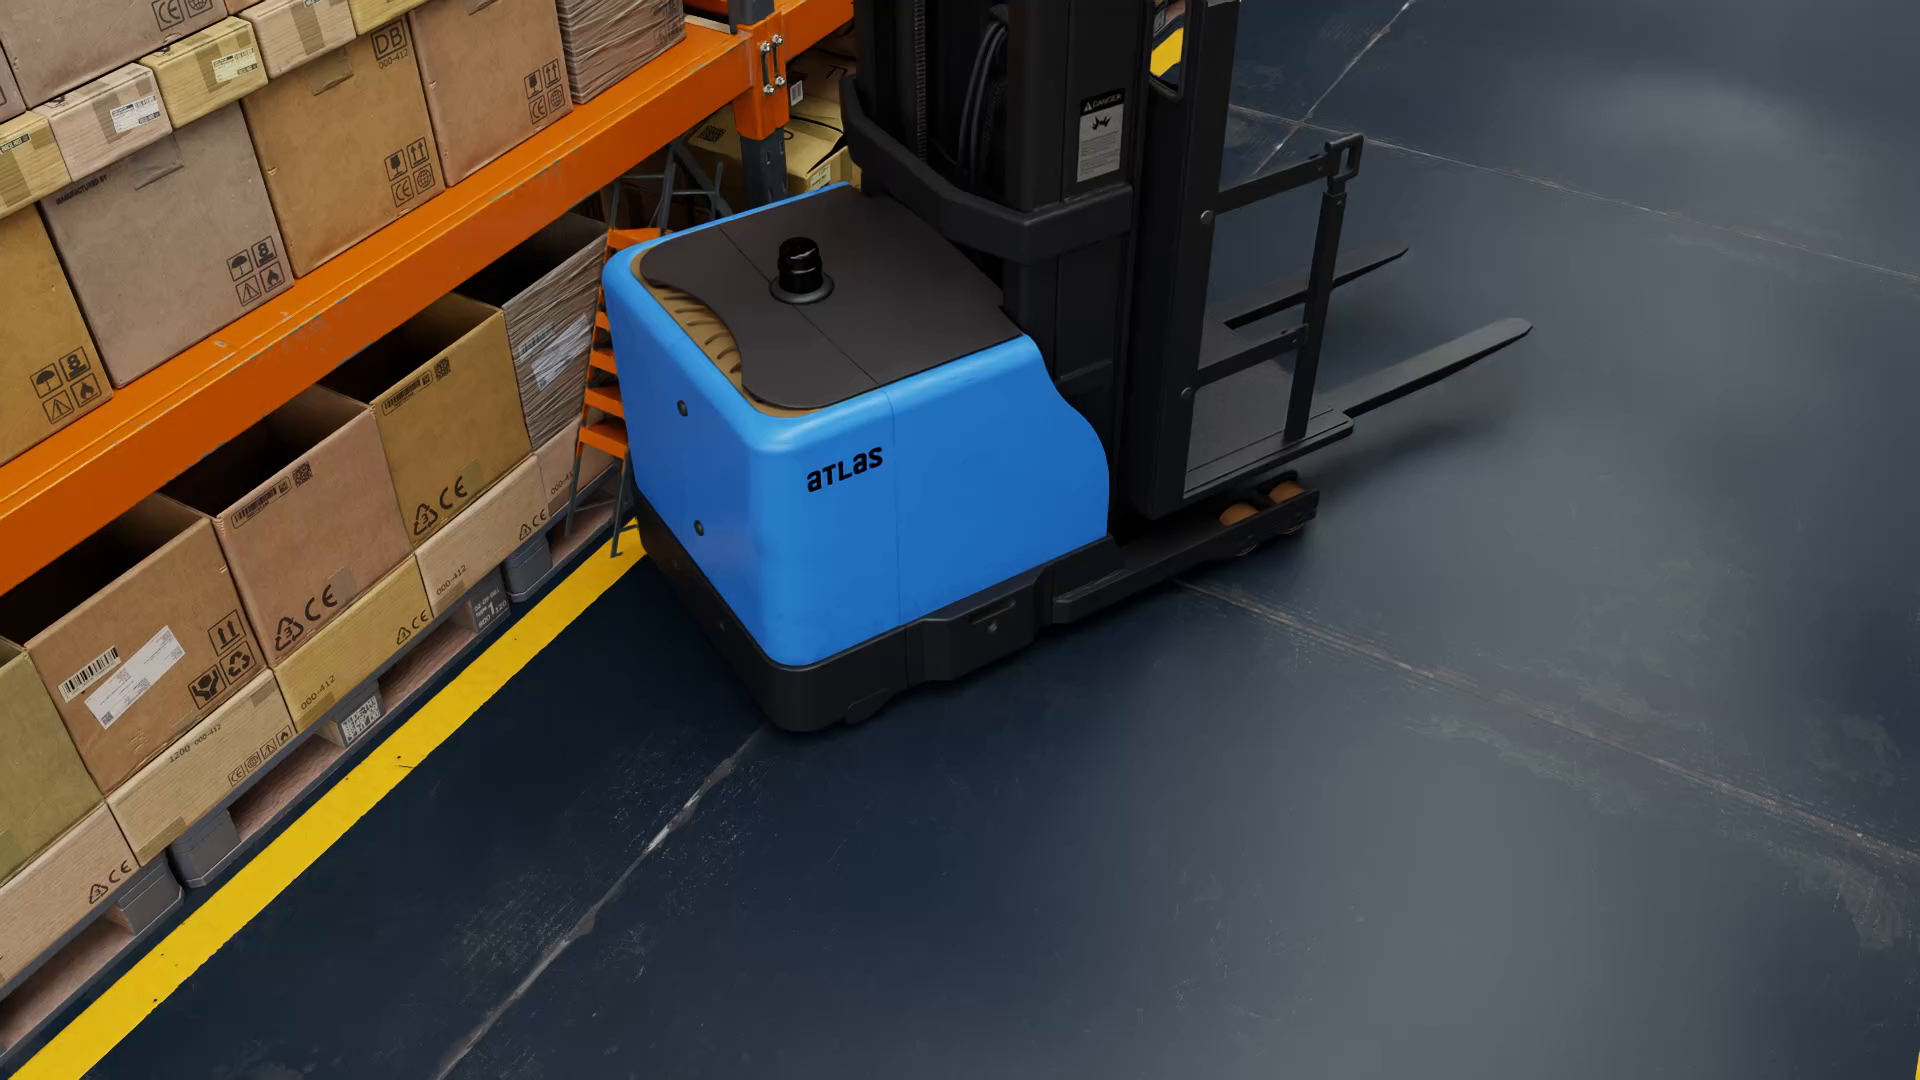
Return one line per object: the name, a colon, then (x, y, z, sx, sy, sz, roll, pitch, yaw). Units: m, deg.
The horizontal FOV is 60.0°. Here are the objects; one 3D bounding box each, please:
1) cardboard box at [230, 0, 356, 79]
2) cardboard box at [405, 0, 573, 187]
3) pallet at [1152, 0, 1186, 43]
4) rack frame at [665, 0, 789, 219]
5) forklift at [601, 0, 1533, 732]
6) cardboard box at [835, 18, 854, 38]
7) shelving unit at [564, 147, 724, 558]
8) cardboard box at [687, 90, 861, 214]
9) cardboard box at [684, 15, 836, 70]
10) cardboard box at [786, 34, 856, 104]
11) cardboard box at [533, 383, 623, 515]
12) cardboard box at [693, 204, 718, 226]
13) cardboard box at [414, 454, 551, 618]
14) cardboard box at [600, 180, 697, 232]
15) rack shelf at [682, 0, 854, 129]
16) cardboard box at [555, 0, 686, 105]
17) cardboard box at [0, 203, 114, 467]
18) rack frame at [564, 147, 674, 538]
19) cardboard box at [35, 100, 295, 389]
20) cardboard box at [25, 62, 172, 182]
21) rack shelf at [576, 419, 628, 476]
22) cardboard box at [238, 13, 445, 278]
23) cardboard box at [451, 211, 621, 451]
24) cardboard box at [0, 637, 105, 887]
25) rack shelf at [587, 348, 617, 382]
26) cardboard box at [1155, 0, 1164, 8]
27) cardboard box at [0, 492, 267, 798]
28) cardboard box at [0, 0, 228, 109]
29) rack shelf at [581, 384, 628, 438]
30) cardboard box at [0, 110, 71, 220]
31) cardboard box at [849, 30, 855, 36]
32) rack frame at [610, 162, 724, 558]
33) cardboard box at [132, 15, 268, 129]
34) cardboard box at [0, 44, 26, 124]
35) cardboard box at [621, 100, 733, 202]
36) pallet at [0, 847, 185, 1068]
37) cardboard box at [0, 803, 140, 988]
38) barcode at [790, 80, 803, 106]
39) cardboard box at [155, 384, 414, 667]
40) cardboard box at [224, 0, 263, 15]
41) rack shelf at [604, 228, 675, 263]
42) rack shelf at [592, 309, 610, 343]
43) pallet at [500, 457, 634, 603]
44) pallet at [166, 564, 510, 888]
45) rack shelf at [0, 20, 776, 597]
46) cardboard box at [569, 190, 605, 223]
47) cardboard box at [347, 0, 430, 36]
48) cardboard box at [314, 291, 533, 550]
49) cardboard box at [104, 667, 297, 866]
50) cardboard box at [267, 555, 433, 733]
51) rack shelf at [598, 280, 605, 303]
cardboard box: (-1.615, -1.207, 3.784, 0.380, 0.149, 0.250, 22, 46, 23)
cardboard box: (-1.502, -1.356, 4.445, 0.700, 0.500, 0.500, 20, 45, 22)
pallet: (0.528, -2.663, 8.114, 1.003, 0.211, 1.213, 21, 45, 22)
rack frame: (-1.027, -1.879, 5.113, 1.000, 3.000, 0.127, 21, 45, 22)
forklift: (0.530, -1.324, 4.536, 3.031, 2.935, 1.130, -23, 46, -24)
cardboard box: (-0.566, -2.126, 6.733, 0.500, 0.311, 0.500, 21, 45, 22)
shelving unit: (-0.950, -0.552, 4.964, 0.189, 1.200, 0.258, 22, 21, 23)
cardboard box: (-0.605, -1.369, 5.873, 0.500, 0.311, 0.500, 21, 46, 22)
cardboard box: (-0.818, -1.841, 6.409, 0.500, 0.311, 0.500, 22, 46, 23)
cardboard box: (-0.350, -1.653, 6.196, 0.500, 0.311, 0.500, 20, 45, 22)
cardboard box: (-1.329, -0.384, 5.179, 0.500, 0.250, 0.500, 21, 45, 22)
cardboard box: (-0.611, -1.153, 6.052, 0.500, 0.250, 0.500, 20, 45, 21)
cardboard box: (-1.566, -0.093, 4.848, 0.500, 0.250, 0.500, 21, 45, 22)
cardboard box: (-1.071, -1.337, 6.262, 0.500, 0.250, 0.500, 20, 45, 22)
rack shelf: (-0.027, -2.753, 6.651, 1.077, 0.370, 4.000, 21, 45, 22)
cardboard box: (-1.244, -1.660, 4.790, 0.700, 0.500, 0.500, 20, 45, 21)
cardboard box: (-2.272, -0.474, 3.443, 0.700, 0.500, 0.500, 21, 46, 22)
rack frame: (-1.028, -0.584, 5.000, 0.006, 1.200, 0.240, 22, 21, 23)
cardboard box: (-2.012, -0.777, 3.787, 0.700, 0.500, 0.500, 22, 46, 23)
cardboard box: (-1.876, -0.903, 3.440, 0.380, 0.149, 0.250, 21, 46, 22)
rack shelf: (-1.010, -0.291, 5.059, 0.180, 0.103, 0.258, 22, 21, 23)
cardboard box: (-1.757, -1.070, 4.120, 0.700, 0.500, 0.500, 22, 46, 23)
cardboard box: (-1.331, -0.666, 4.932, 0.500, 0.500, 0.500, 21, 45, 22)
cardboard box: (-2.320, 0.483, 3.627, 0.500, 0.500, 0.500, 21, 45, 22)
rack shelf: (-0.960, -0.512, 4.979, 0.180, 0.103, 0.258, 22, 21, 23)
cardboard box: (0.667, -2.615, 7.713, 0.500, 0.250, 0.500, 20, 45, 22)
cardboard box: (-2.080, 0.193, 3.957, 0.500, 0.500, 0.500, 21, 45, 22)
cardboard box: (-1.997, -1.285, 3.383, 0.700, 0.500, 0.500, 21, 46, 22)
rack shelf: (-0.985, -0.401, 5.019, 0.180, 0.103, 0.258, 22, 21, 23)
cardboard box: (-2.004, -0.762, 3.279, 0.380, 0.149, 0.250, 20, 45, 22)
cardboard box: (-0.092, -1.950, 6.533, 0.500, 0.311, 0.500, 19, 45, 21)
rack frame: (-0.872, -0.521, 4.927, 0.006, 1.200, 0.240, 22, 21, 23)
cardboard box: (-1.745, -1.054, 3.611, 0.380, 0.149, 0.250, 22, 46, 23)
cardboard box: (-2.248, -0.999, 3.057, 0.700, 0.500, 0.500, 21, 46, 22)
cardboard box: (-1.073, -1.541, 6.069, 0.500, 0.311, 0.500, 21, 45, 22)
pallet: (-2.683, 1.005, 3.949, 1.003, 0.211, 1.213, 21, 45, 22)
cardboard box: (-2.321, 0.764, 3.876, 0.500, 0.250, 0.500, 21, 45, 22)
barcode: (-0.539, -1.474, 5.486, 0.001, 0.075, 0.075, 21, 45, 22)
cardboard box: (-1.815, -0.088, 4.275, 0.500, 0.500, 0.500, 21, 45, 22)
cardboard box: (-1.747, -1.571, 3.707, 0.700, 0.500, 0.500, 21, 45, 22)
rack shelf: (-0.884, -0.842, 4.859, 0.180, 0.103, 0.258, 22, 21, 23)
rack shelf: (-0.934, -0.622, 4.939, 0.180, 0.103, 0.258, 22, 21, 23)
pallet: (-1.462, -0.391, 5.534, 1.003, 0.211, 1.213, 21, 45, 22)
pallet: (-2.071, 0.310, 4.738, 1.003, 0.211, 1.213, 21, 45, 22)
rack shelf: (-2.028, -0.464, 4.052, 1.077, 0.370, 4.000, 21, 45, 22)
cardboard box: (-1.531, -1.124, 5.452, 0.500, 0.500, 0.500, 21, 45, 22)
cardboard box: (-1.489, -1.351, 3.948, 0.380, 0.149, 0.250, 21, 45, 22)
cardboard box: (-1.577, -0.378, 4.605, 0.500, 0.500, 0.500, 21, 45, 22)
cardboard box: (-2.071, 0.478, 4.200, 0.500, 0.250, 0.500, 21, 45, 22)
cardboard box: (-1.816, 0.194, 4.523, 0.500, 0.250, 0.500, 21, 45, 22)
rack shelf: (-0.909, -0.732, 4.899, 0.180, 0.103, 0.258, 22, 21, 23)
